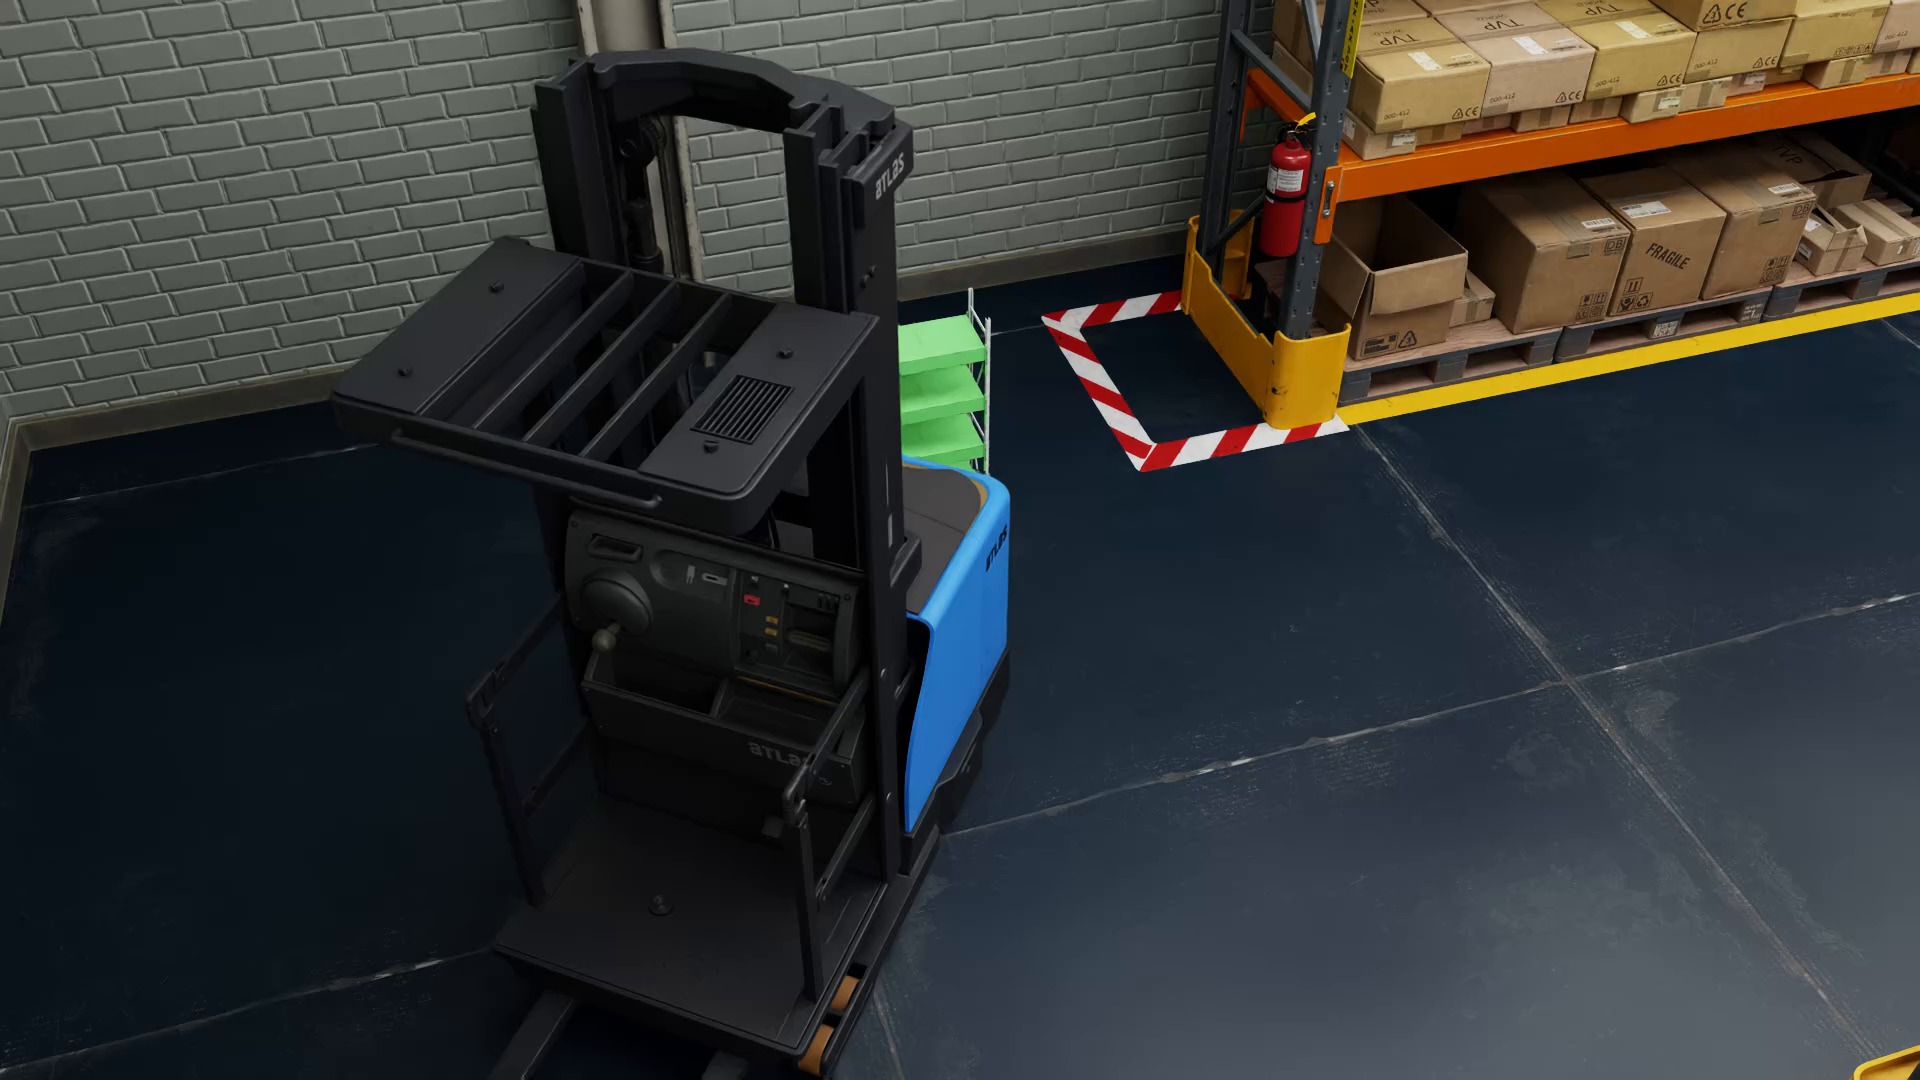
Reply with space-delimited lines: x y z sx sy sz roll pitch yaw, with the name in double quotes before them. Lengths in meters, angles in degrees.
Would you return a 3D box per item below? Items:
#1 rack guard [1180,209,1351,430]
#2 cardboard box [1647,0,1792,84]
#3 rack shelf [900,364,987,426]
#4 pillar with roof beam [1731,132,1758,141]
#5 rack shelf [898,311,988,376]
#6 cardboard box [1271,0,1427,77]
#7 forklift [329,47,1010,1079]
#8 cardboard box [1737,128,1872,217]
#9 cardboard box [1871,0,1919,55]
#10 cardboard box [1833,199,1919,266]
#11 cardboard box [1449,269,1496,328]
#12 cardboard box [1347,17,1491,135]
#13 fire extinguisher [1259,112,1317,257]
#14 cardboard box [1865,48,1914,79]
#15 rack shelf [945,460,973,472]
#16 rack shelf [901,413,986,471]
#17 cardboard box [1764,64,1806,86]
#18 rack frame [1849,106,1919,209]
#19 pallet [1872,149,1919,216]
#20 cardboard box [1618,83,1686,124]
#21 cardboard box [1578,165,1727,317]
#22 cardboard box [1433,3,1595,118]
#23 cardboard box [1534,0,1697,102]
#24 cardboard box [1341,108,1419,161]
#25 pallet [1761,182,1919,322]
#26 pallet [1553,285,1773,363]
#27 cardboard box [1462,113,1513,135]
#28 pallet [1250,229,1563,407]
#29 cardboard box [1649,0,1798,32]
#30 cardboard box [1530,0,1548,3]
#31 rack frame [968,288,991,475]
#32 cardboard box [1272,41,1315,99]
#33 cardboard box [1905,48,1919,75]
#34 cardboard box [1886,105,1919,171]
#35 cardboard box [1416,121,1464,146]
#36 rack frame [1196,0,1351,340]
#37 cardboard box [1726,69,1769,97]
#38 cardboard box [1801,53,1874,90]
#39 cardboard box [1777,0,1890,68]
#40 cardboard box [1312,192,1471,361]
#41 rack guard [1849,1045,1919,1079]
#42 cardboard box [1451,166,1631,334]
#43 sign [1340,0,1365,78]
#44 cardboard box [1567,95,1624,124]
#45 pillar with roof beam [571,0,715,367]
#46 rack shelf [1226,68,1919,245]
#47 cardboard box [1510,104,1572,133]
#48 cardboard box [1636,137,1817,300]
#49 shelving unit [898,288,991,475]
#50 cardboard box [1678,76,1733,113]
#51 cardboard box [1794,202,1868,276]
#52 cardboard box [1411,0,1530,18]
"rack guard" 1.467 -1.096 8.125 0.348 0.500 1.175 -12 42 -13
"cardboard box" 3.353 -2.315 7.508 0.500 0.250 0.500 -13 43 -14
"rack shelf" -0.158 -0.552 6.702 0.480 0.148 0.258 -12 42 -13
"pillar with roof beam" 5.568 -2.799 3.614 0.400 9.000 9.100 -12 42 -13
"rack shelf" -0.158 -0.732 6.544 0.480 0.148 0.258 -12 42 -13
"cardboard box" 1.754 -2.336 7.531 0.500 0.250 0.500 -11 42 -12
"forklift" -0.811 0.283 4.699 1.130 2.935 3.031 14 43 16
"cardboard box" 4.509 -1.976 8.957 0.500 0.311 0.500 -10 42 -12
"cardboard box" 4.324 -2.507 7.727 0.500 0.250 0.500 -12 42 -13
"cardboard box" 4.767 -1.603 8.653 0.250 0.149 0.380 -13 43 -14
"cardboard box" 2.424 -1.228 8.223 0.250 0.149 0.380 -13 43 -15
"cardboard box" 1.908 -1.999 7.146 0.500 0.250 0.500 -11 42 -13
"fire extinguisher" 1.393 -1.534 7.068 0.183 0.674 0.296 -12 42 -13
"cardboard box" 4.241 -2.331 7.829 0.250 0.149 0.380 -11 42 -12
"rack shelf" -0.158 -0.190 7.018 0.480 0.148 0.258 -12 42 -13
"rack shelf" -0.158 -0.371 6.860 0.480 0.148 0.258 -12 42 -13
"cardboard box" 3.726 -2.282 7.773 0.250 0.149 0.380 -11 42 -12
"rack frame" 5.210 -2.813 8.190 0.127 3.000 1.000 -12 42 -13
"pallet" 5.974 -1.947 9.319 1.213 0.211 1.003 -12 42 -13
"cardboard box" 3.034 -2.044 7.501 0.250 0.149 0.380 -13 43 -14
"cardboard box" 3.368 -1.487 8.253 0.500 0.500 0.500 -11 42 -12
"cardboard box" 2.389 -2.099 7.260 0.500 0.250 0.500 -11 42 -13
"cardboard box" 2.872 -2.201 7.377 0.500 0.250 0.500 -12 43 -14
"cardboard box" 1.791 -1.821 7.245 0.250 0.149 0.380 -12 43 -13
"pallet" 4.555 -1.628 8.953 1.213 0.211 1.003 -12 42 -13
"pallet" 3.389 -1.384 8.674 1.213 0.211 1.003 -12 42 -13
"cardboard box" 2.260 -1.974 7.420 0.250 0.149 0.380 -12 43 -14
"pallet" 2.227 -1.146 8.401 1.213 0.211 1.003 -12 42 -13
"cardboard box" 3.339 -2.578 7.239 0.500 0.500 0.500 -11 42 -12
"cardboard box" 2.720 -2.532 7.756 0.500 0.250 0.500 -10 42 -12
"rack frame" 0.075 -0.467 6.873 0.015 1.200 0.240 -12 42 -13
"cardboard box" 1.630 -2.162 7.636 0.250 0.149 0.380 -12 43 -14
"cardboard box" 4.499 -2.365 7.869 0.250 0.149 0.380 -11 42 -12
"cardboard box" 5.589 -2.313 9.198 0.500 0.500 0.500 -12 43 -13
"cardboard box" 2.019 -1.900 7.336 0.250 0.149 0.380 -11 42 -12
"rack frame" 1.395 -2.023 7.285 0.127 3.000 1.000 -12 42 -13
"cardboard box" 3.505 -2.203 7.683 0.250 0.149 0.380 -12 43 -13
"cardboard box" 4.006 -2.262 7.751 0.250 0.149 0.380 -12 43 -14
"cardboard box" 3.844 -2.416 7.624 0.500 0.250 0.500 -12 43 -13
"cardboard box" 2.007 -1.302 8.039 0.637 0.503 0.797 -13 43 -15
"rack guard" 2.866 2.038 4.538 0.348 0.500 1.175 -12 42 -13
"cardboard box" 2.834 -1.445 8.205 0.500 0.500 0.700 -10 42 -11
"sign" 1.558 -2.008 6.611 0.005 0.325 0.100 -12 42 -13
"cardboard box" 2.771 -2.041 7.498 0.250 0.149 0.380 -11 42 -12
"pillar with roof beam" -0.155 -1.613 2.257 0.400 9.000 9.100 -12 42 -13
"rack shelf" 3.302 -2.147 7.974 4.000 0.370 1.077 -12 42 -13
"cardboard box" 2.519 -1.985 7.434 0.250 0.149 0.380 -10 42 -12
"cardboard box" 3.824 -1.651 8.440 0.500 0.500 0.700 -13 43 -15
"shelving unit" -0.158 -0.419 6.818 0.503 1.200 0.258 -12 42 -13
"cardboard box" 3.279 -2.109 7.575 0.250 0.149 0.380 -11 42 -12
"cardboard box" 4.426 -1.577 8.534 0.258 0.266 0.396 -10 42 -12
"cardboard box" 2.246 -2.437 7.647 0.500 0.250 0.500 -12 42 -13
